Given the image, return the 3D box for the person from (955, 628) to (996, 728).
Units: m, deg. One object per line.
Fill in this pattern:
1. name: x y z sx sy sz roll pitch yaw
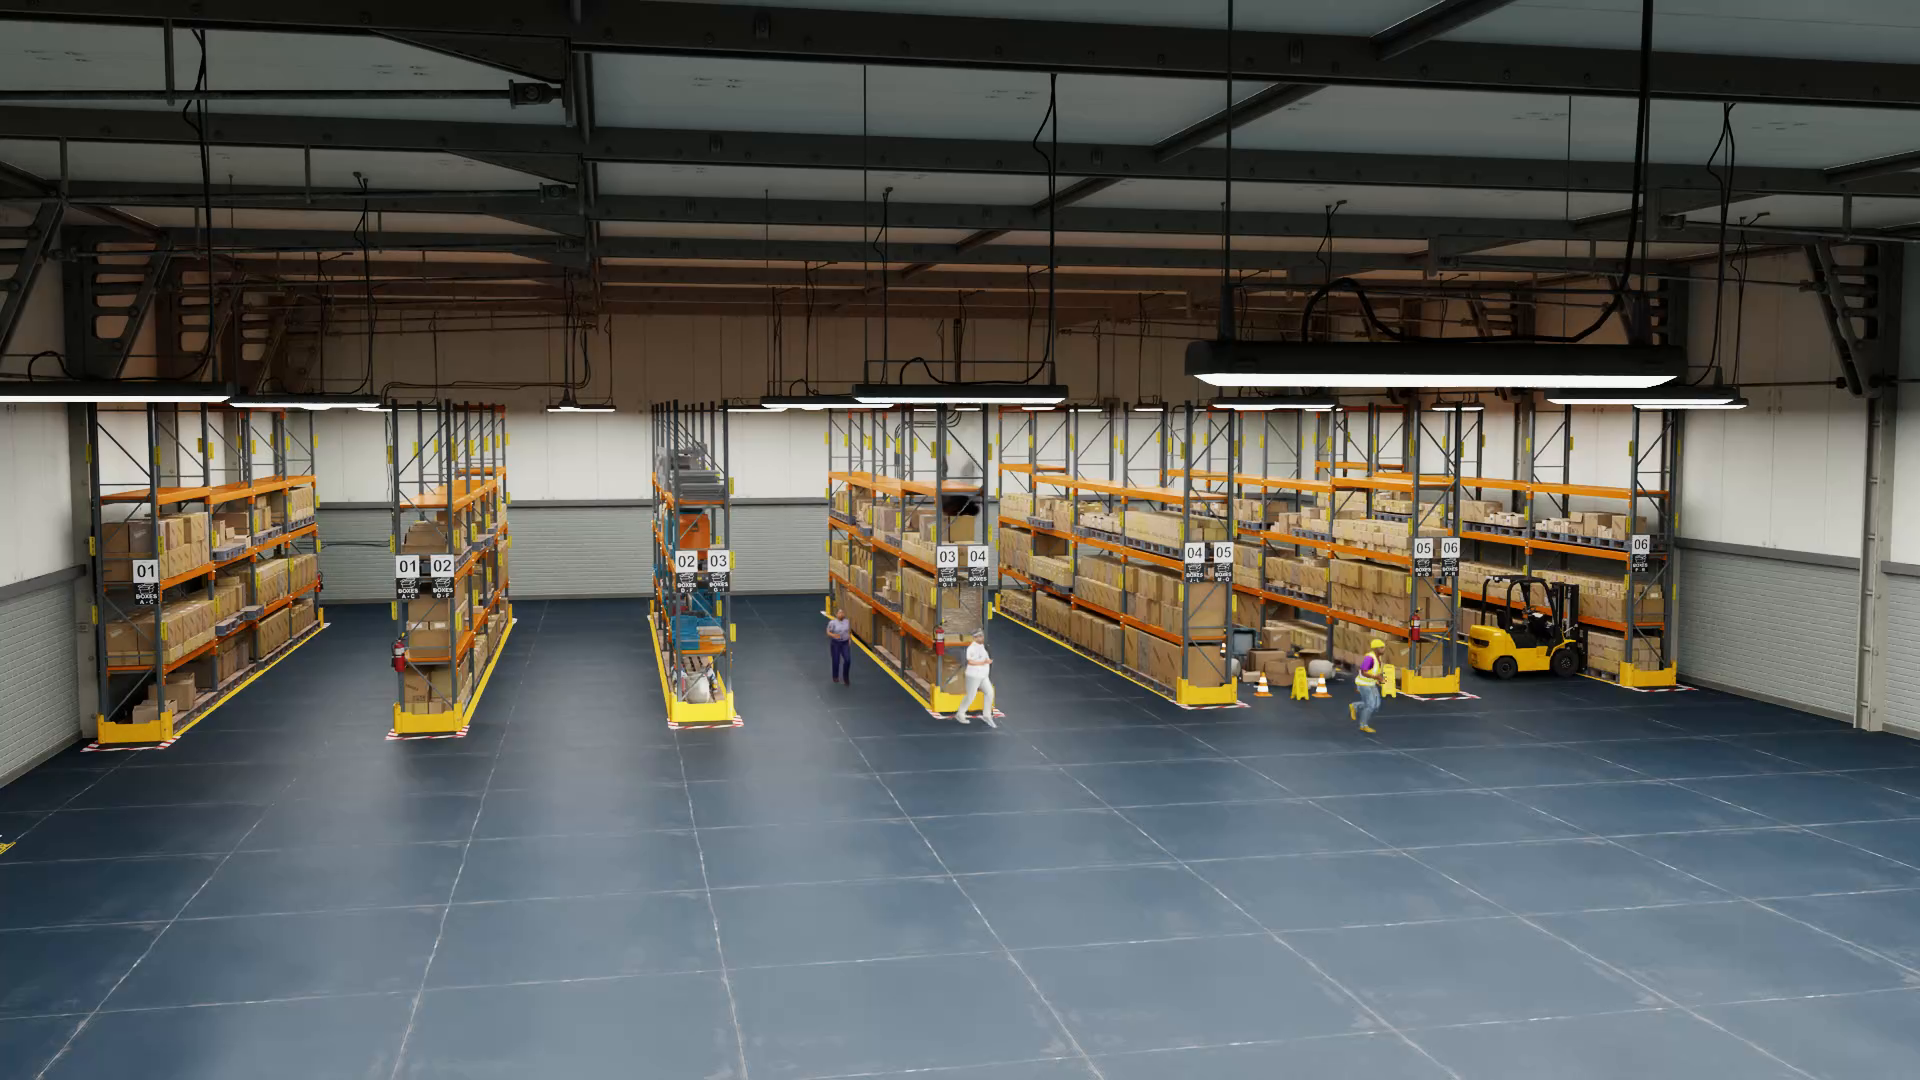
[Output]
1. person: 0.297 2.523 30.569 0.777 1.836 0.654 3 5 30

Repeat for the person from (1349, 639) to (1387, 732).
1. person: 7.369 2.628 30.018 0.726 1.705 0.688 3 5 37

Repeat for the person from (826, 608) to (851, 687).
1. person: -2.540 2.277 35.140 0.592 1.699 0.725 -1 5 -18
